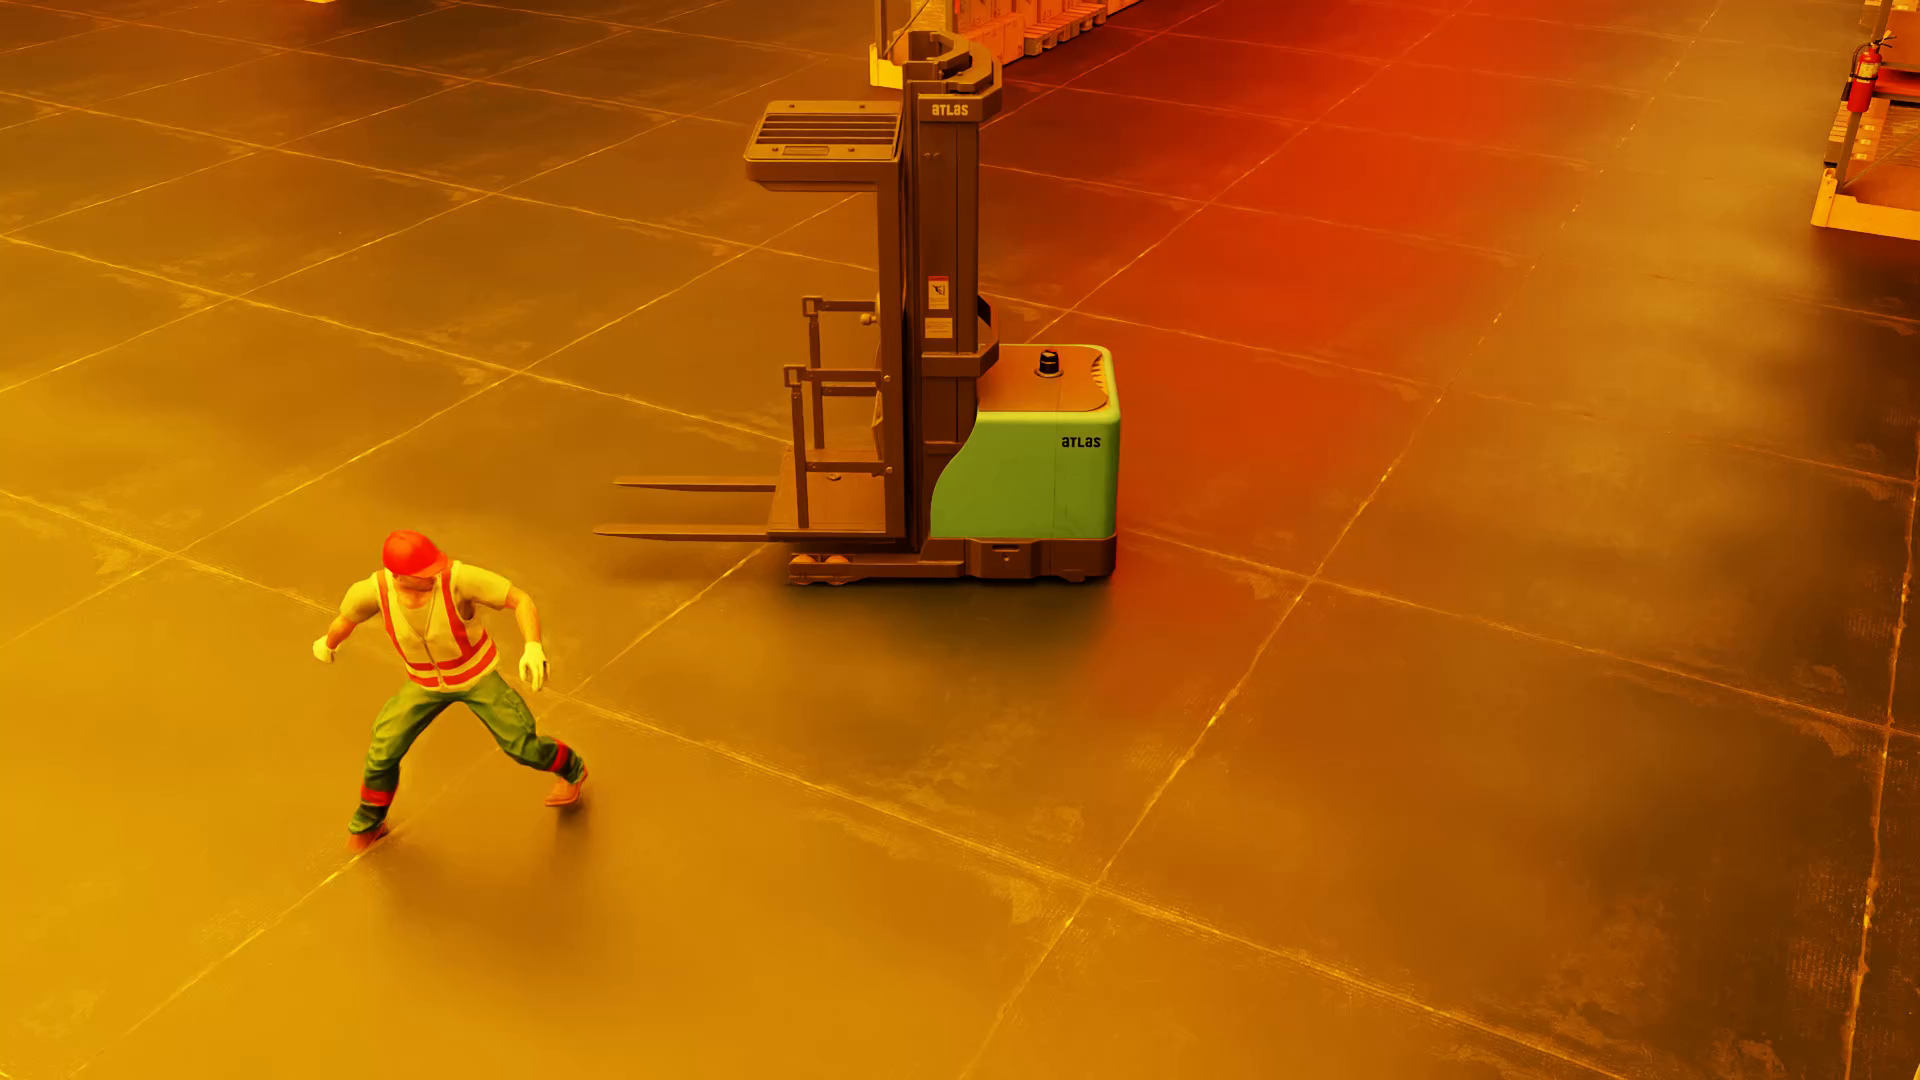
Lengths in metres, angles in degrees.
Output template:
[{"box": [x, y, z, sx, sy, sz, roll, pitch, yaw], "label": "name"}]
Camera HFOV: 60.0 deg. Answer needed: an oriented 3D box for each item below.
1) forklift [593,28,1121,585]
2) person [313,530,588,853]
[{"box": [-0.610, -1.275, 9.279, 3.031, 2.935, 1.130, 0, 30, 1], "label": "forklift"}, {"box": [-2.334, 0.650, 7.343, 1.175, 1.705, 0.568, 1, 30, 1], "label": "person"}]
